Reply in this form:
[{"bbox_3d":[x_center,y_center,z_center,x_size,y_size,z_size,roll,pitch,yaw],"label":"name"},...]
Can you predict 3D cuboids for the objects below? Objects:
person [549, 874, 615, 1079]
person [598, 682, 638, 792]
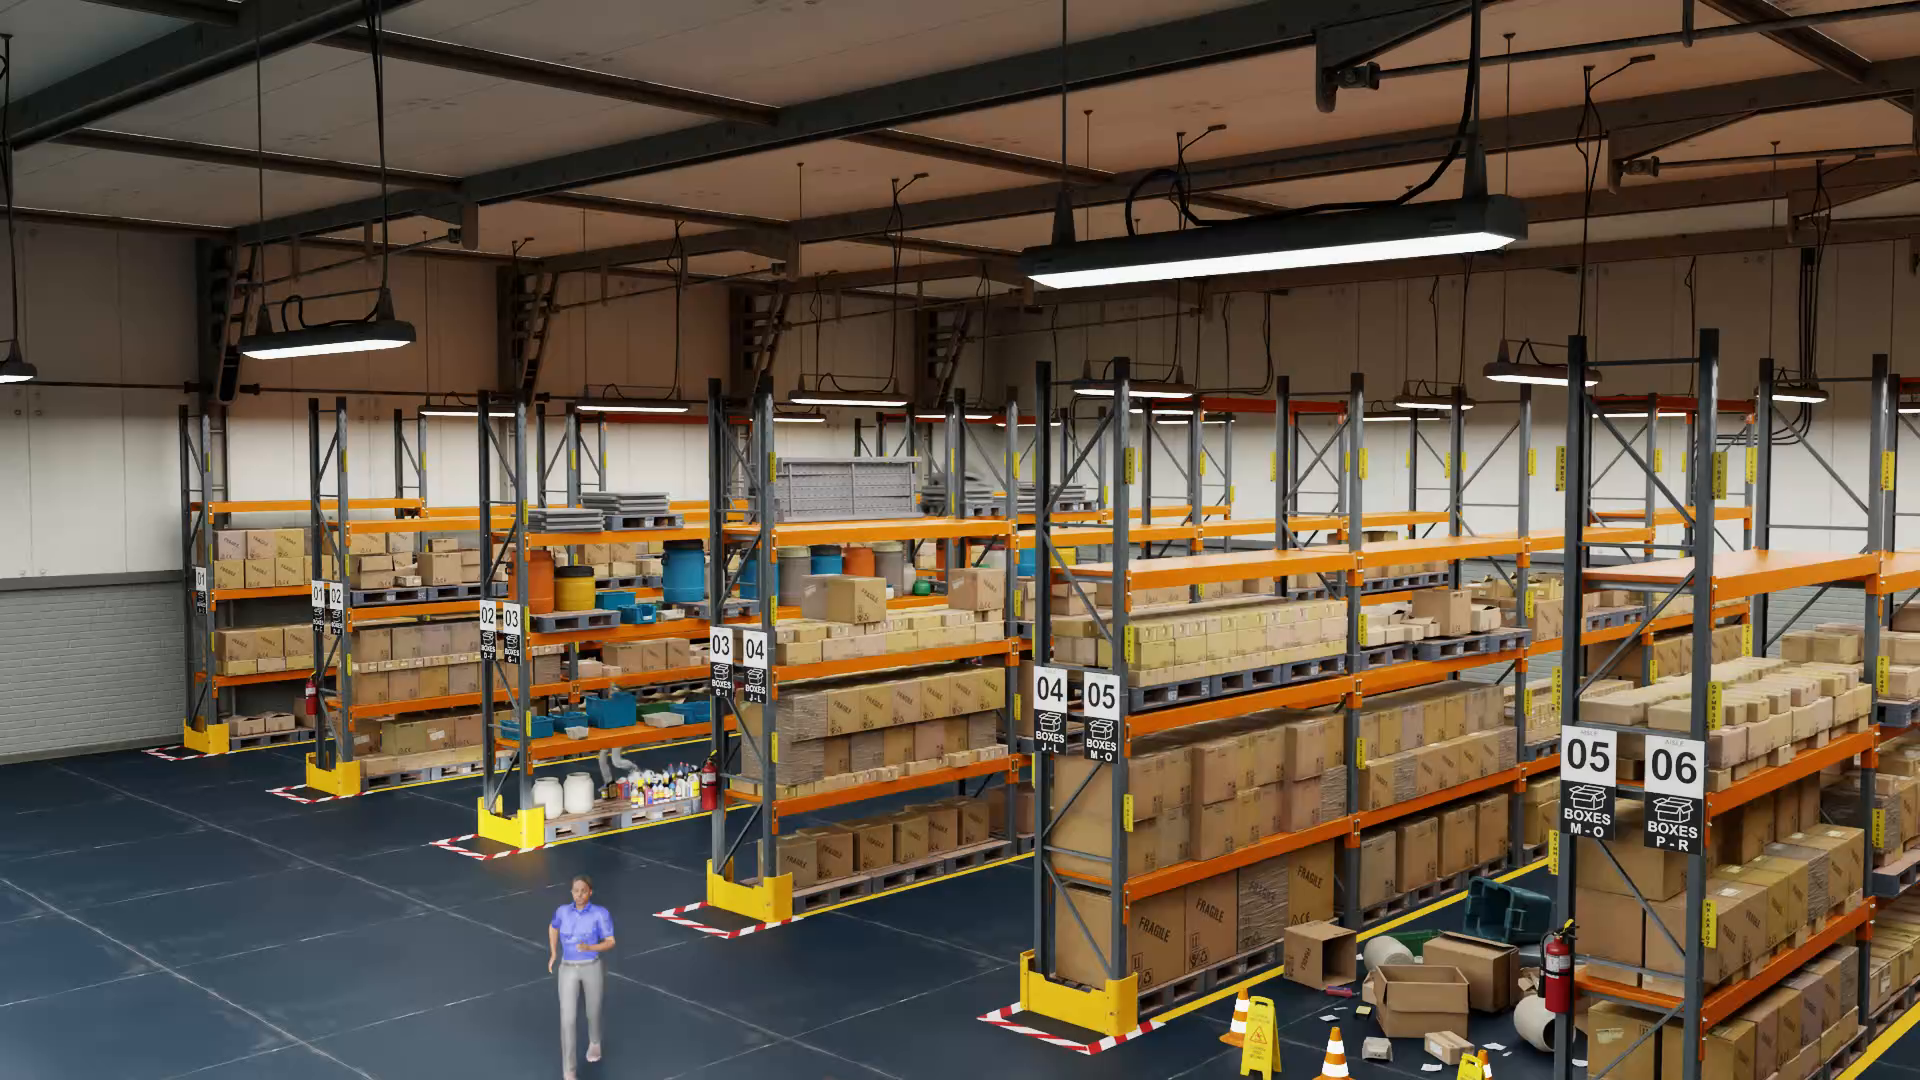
[{"bbox_3d":[-3.121,3.600,13.713,0.562,1.690,0.846,0,3,-7],"label":"person"},{"bbox_3d":[-5.280,2.995,25.469,0.622,1.649,0.717,2,4,34],"label":"person"}]
